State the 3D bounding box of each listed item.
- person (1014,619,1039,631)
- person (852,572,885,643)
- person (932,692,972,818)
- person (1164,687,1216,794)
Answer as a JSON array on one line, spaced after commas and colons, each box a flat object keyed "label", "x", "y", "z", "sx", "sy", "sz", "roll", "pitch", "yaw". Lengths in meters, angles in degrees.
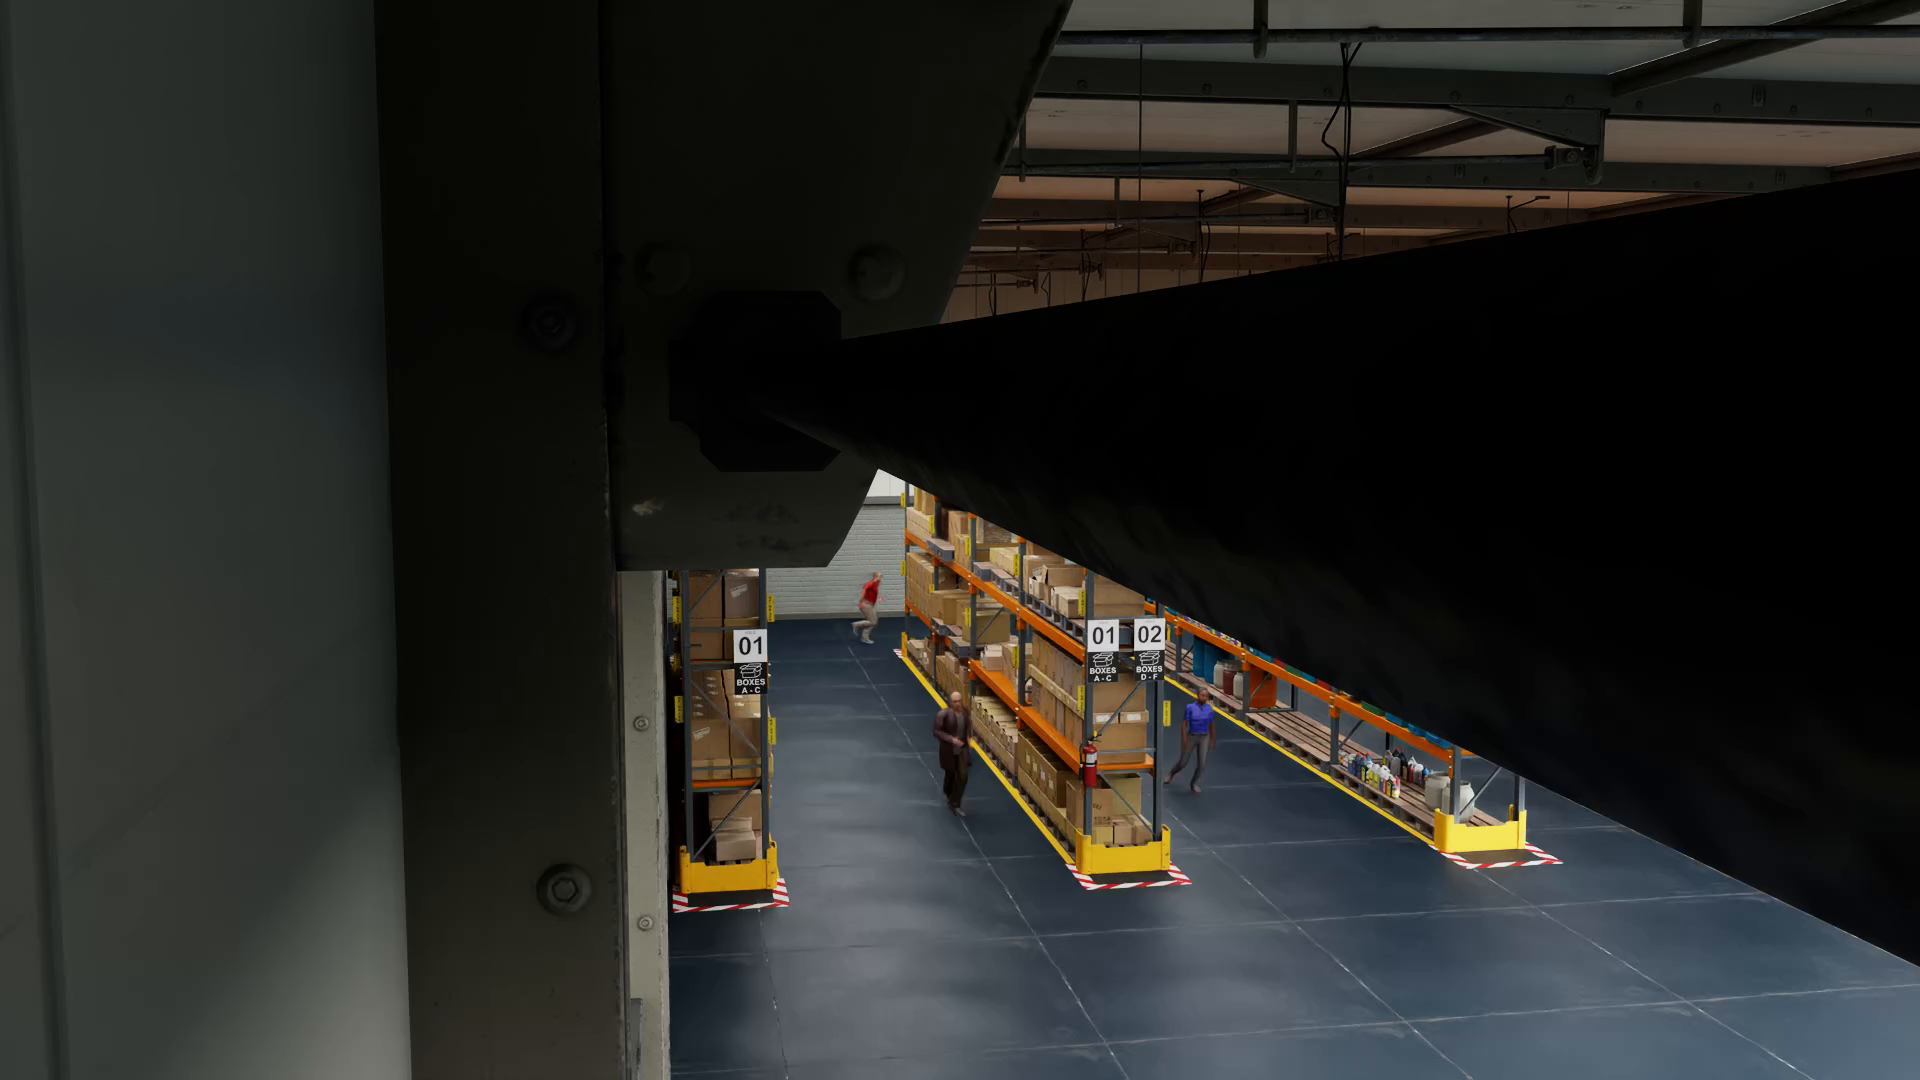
[{"label": "person", "x": 1.724, "y": 1.303, "z": 39.944, "sx": 0.834, "sy": 1.827, "sz": 0.653, "roll": 1, "pitch": 6, "yaw": 11}, {"label": "person", "x": -2.113, "y": 1.558, "z": 38.315, "sx": 0.760, "sy": 1.660, "sz": 0.647, "roll": 0, "pitch": 6, "yaw": -4}, {"label": "person", "x": -0.139, "y": 3.000, "z": 23.704, "sx": 0.666, "sy": 1.766, "sz": 0.911, "roll": -2, "pitch": 6, "yaw": -20}, {"label": "person", "x": 3.435, "y": 2.955, "z": 24.808, "sx": 0.728, "sy": 1.591, "sz": 0.538, "roll": 0, "pitch": 6, "yaw": -4}]
